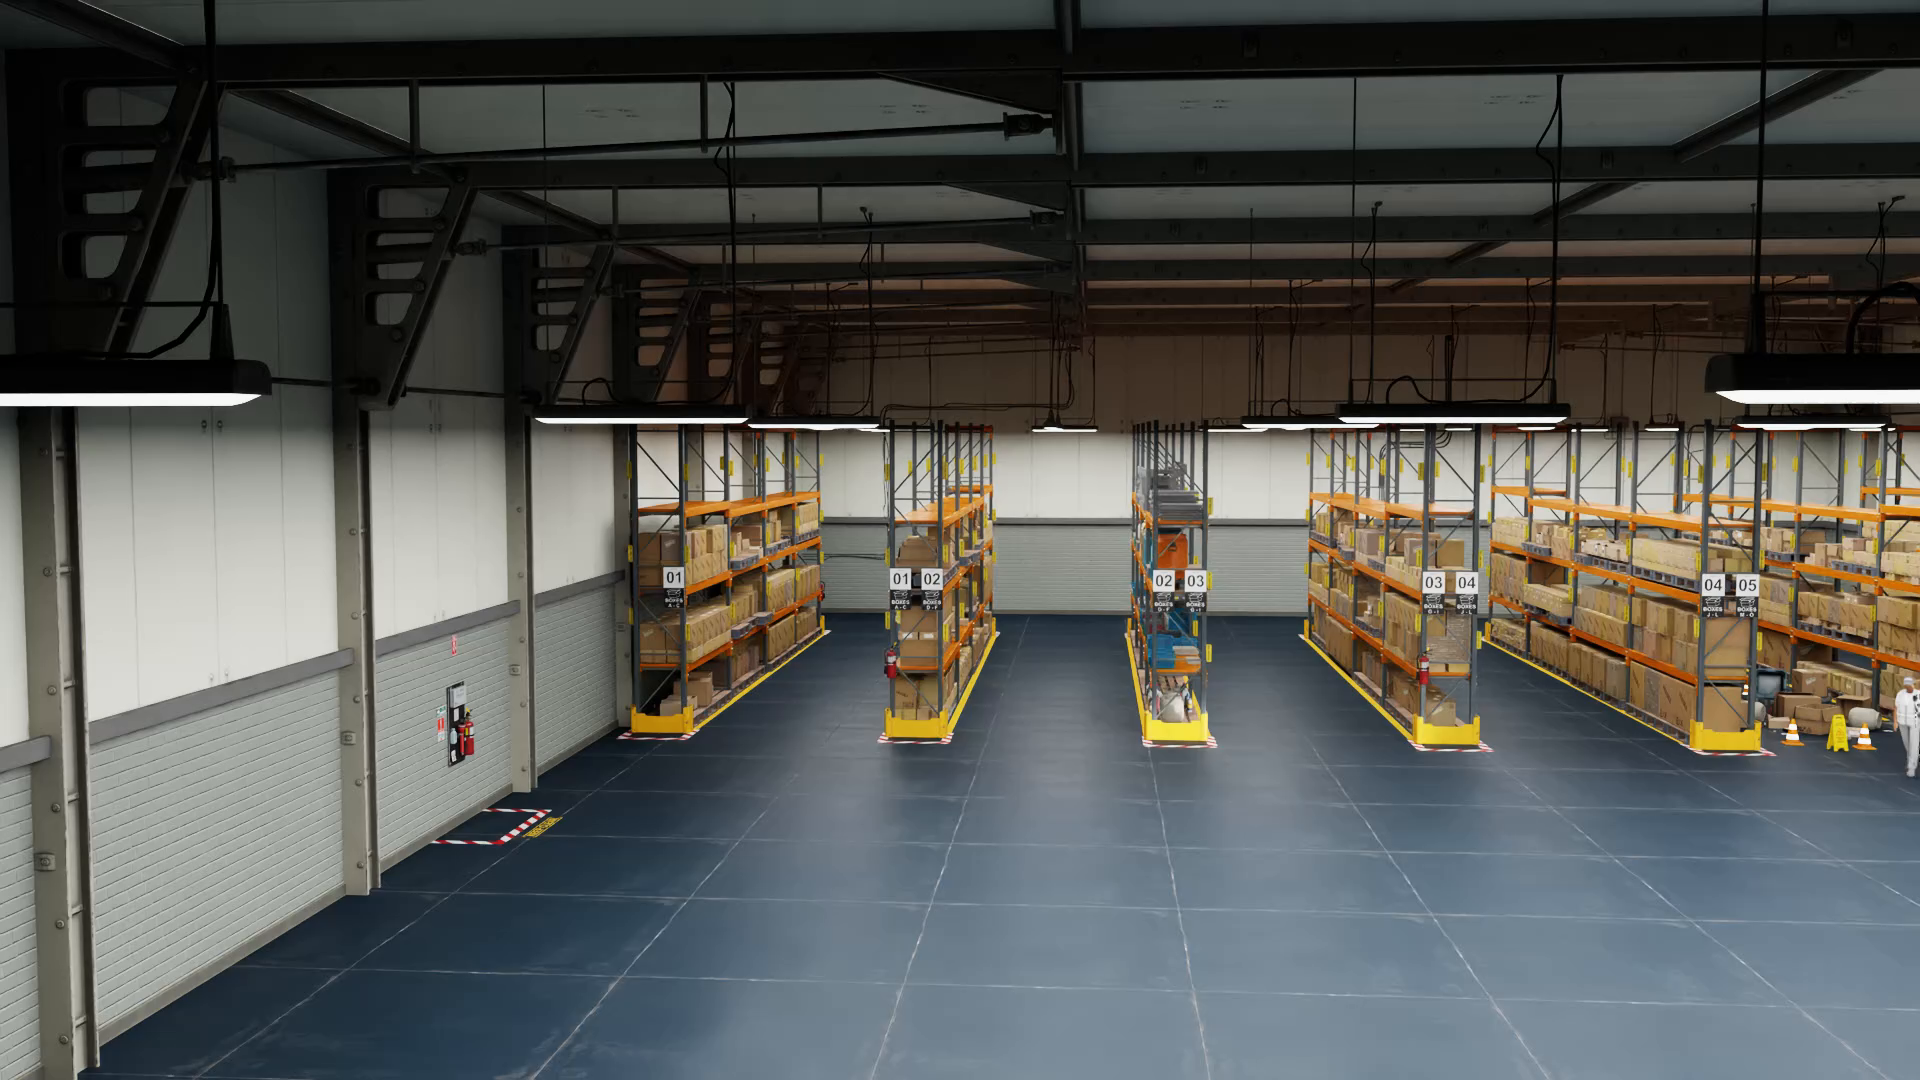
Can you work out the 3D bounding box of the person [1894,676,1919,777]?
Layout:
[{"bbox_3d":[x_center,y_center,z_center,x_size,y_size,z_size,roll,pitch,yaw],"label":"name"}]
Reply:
[{"bbox_3d":[16.053,3.110,28.087,0.878,1.622,0.537,-2,4,-34],"label":"person"}]

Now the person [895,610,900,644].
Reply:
[{"bbox_3d":[-1.467,2.147,43.349,0.704,1.673,0.636,0,4,3],"label":"person"}]
